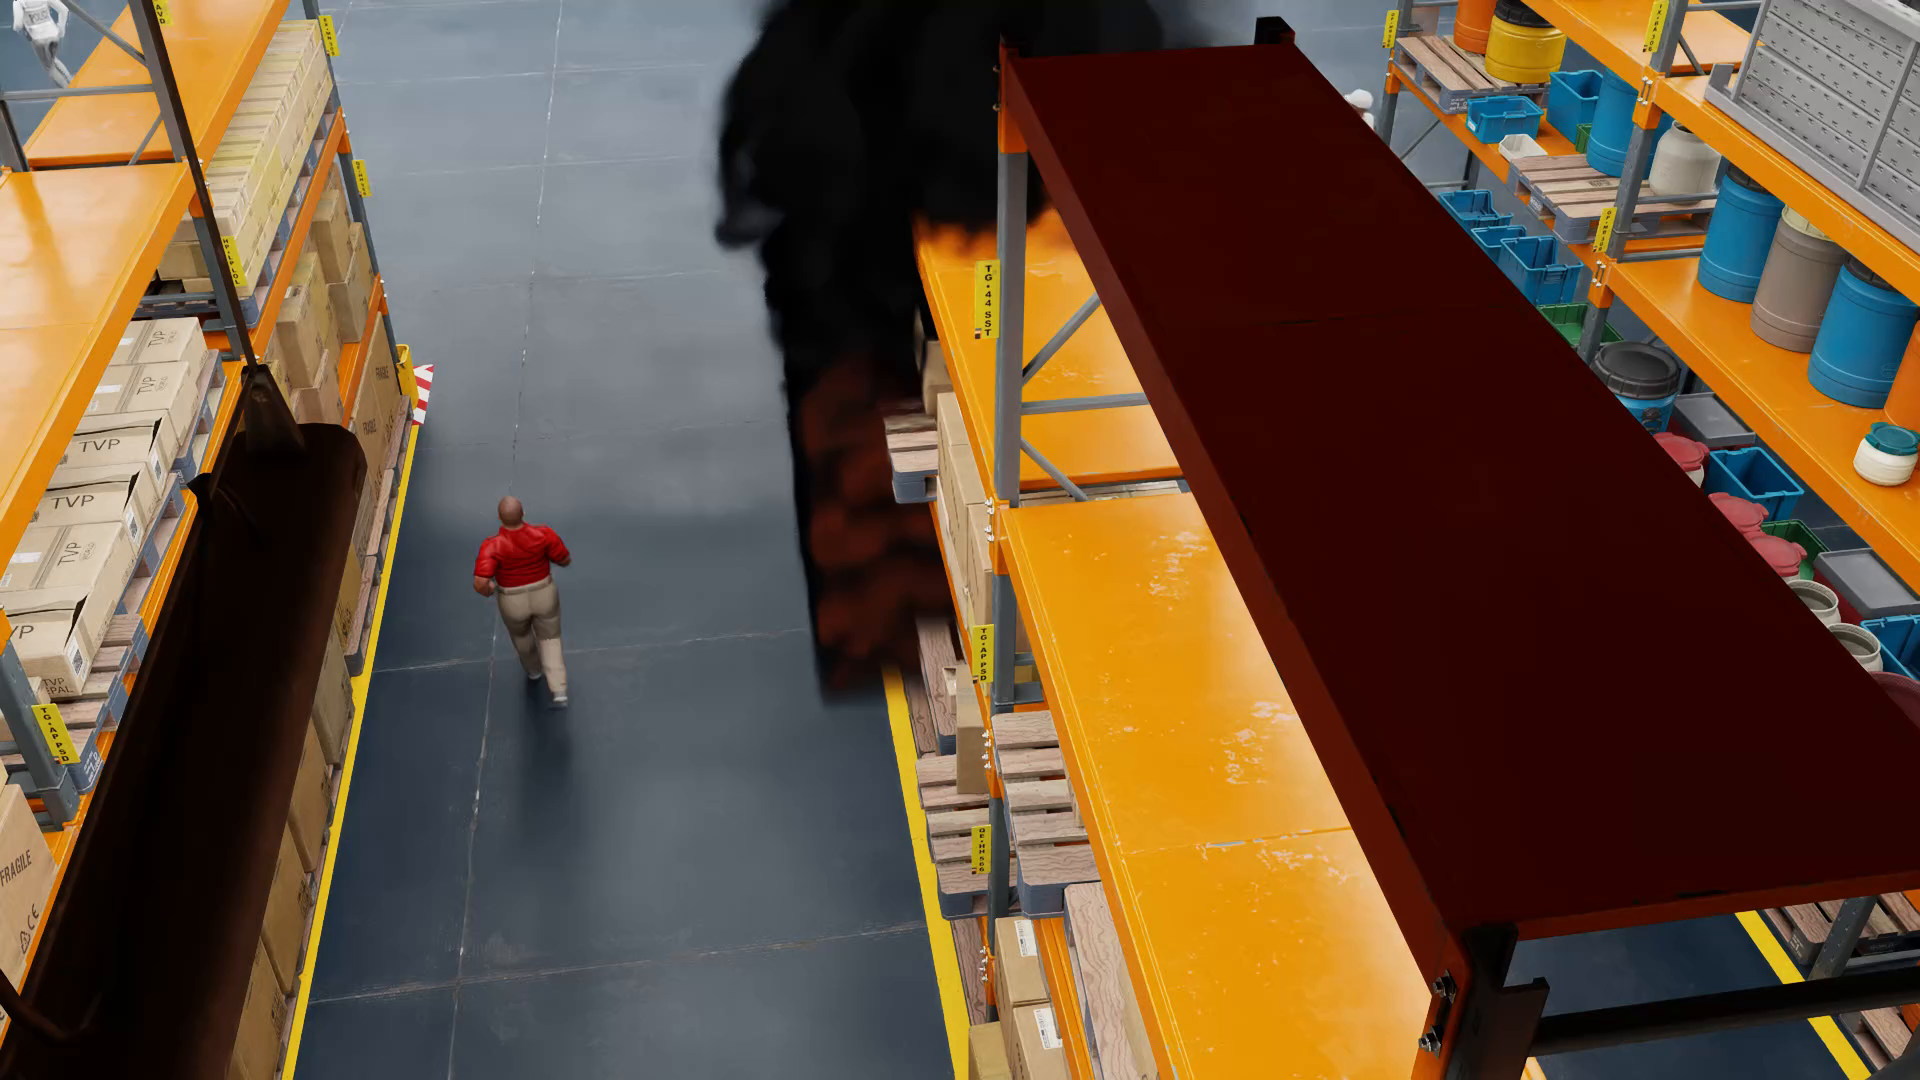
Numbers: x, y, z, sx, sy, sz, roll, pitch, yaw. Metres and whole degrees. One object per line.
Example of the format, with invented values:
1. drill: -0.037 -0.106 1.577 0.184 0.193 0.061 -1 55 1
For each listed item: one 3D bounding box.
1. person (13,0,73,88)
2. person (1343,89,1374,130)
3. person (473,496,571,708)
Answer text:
1. person: -11.314 -6.197 20.480 0.567 1.661 0.623 19 40 24
2. person: 3.978 -3.745 17.073 0.720 1.824 0.714 19 41 24
3. person: -2.963 0.423 11.409 0.664 1.725 0.954 -13 38 -17
